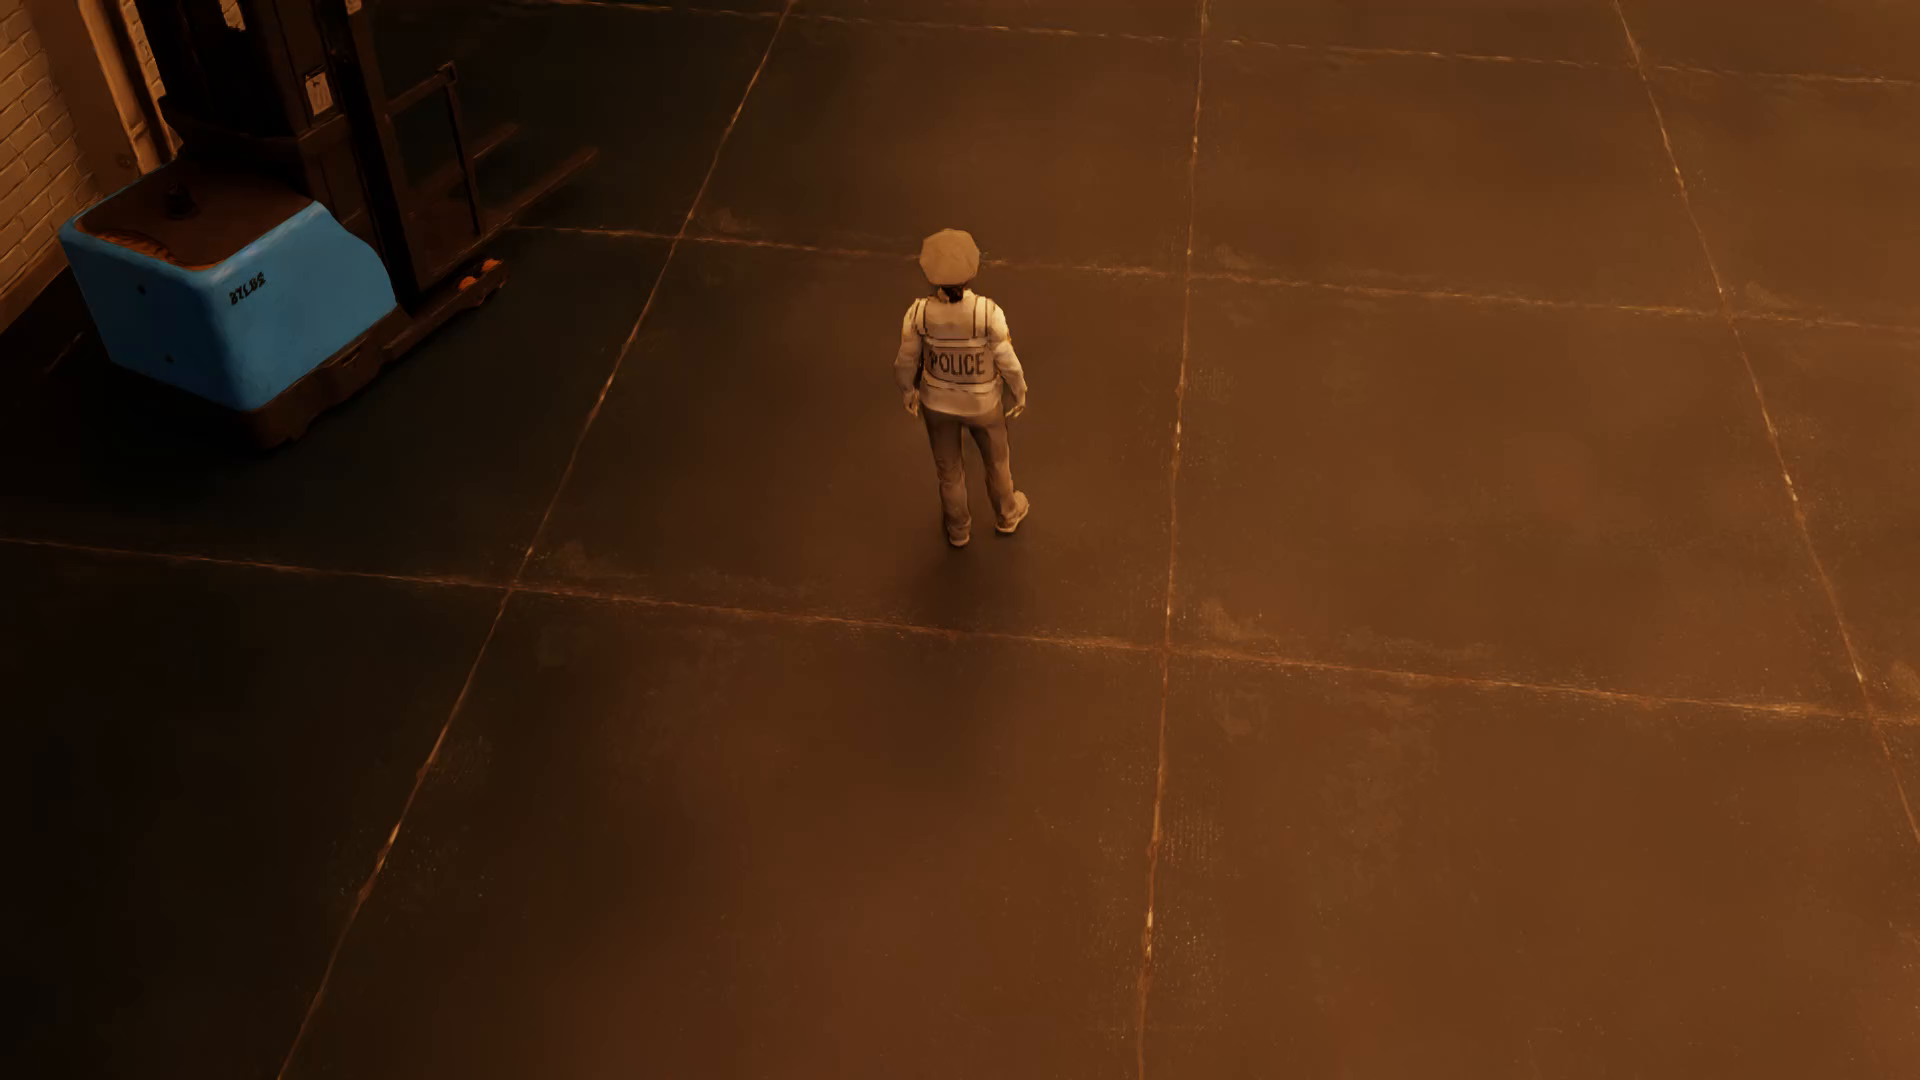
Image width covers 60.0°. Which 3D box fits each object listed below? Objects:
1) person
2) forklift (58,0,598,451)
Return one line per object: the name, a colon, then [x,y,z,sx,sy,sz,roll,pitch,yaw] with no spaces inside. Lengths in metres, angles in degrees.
person: [0.016,-0.670,7.365,0.586,1.683,0.533,5,43,6]
forklift: [-3.210,-2.515,8.462,1.130,2.935,3.031,19,46,20]
